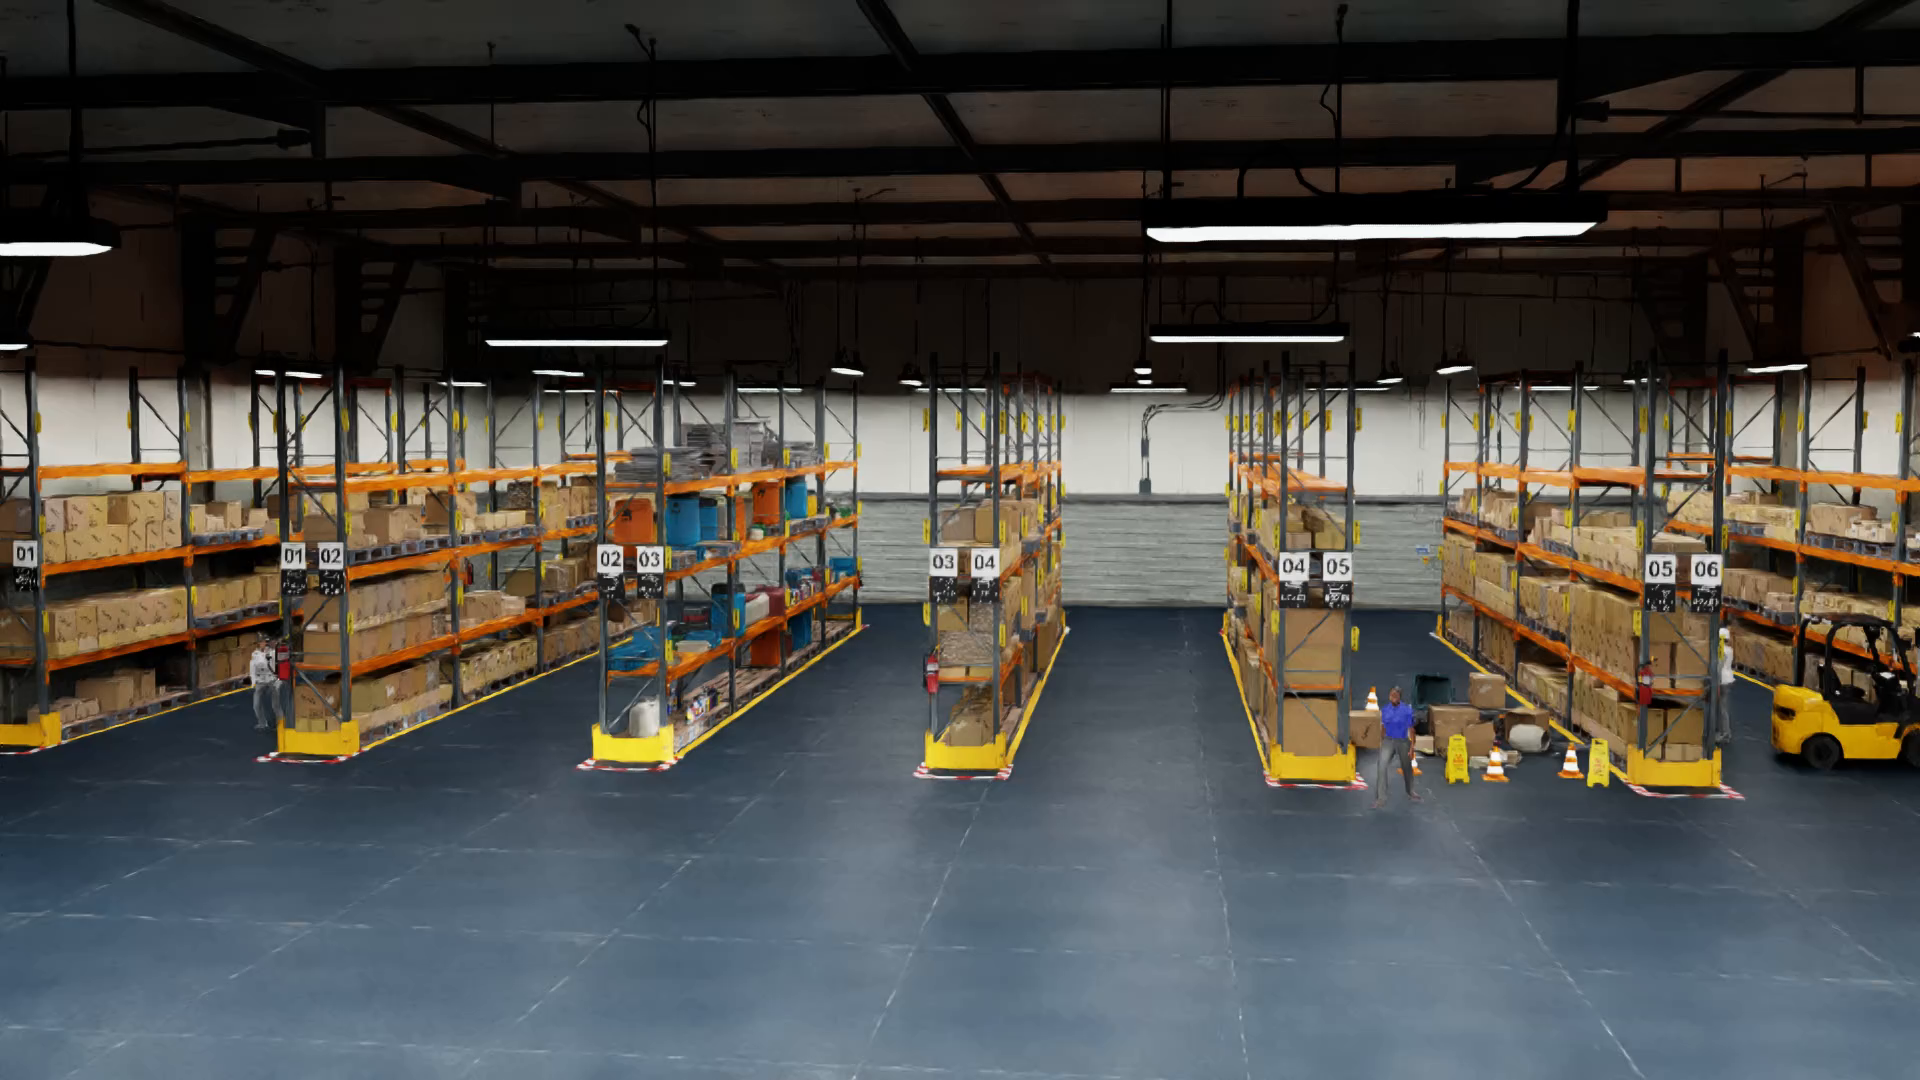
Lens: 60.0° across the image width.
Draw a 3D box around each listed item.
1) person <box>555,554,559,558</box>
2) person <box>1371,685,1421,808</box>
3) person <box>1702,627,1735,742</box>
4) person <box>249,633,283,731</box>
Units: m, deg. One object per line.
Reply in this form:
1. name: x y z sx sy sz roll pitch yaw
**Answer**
1. person: -9.733 1.225 40.625 0.469 1.766 0.642 -1 4 -14
2. person: 5.708 2.670 21.689 0.498 1.598 0.944 2 5 29
3. person: 11.907 2.256 26.143 0.494 1.775 0.578 3 5 38
4. person: -11.210 2.291 26.922 0.639 1.632 0.506 0 4 6
